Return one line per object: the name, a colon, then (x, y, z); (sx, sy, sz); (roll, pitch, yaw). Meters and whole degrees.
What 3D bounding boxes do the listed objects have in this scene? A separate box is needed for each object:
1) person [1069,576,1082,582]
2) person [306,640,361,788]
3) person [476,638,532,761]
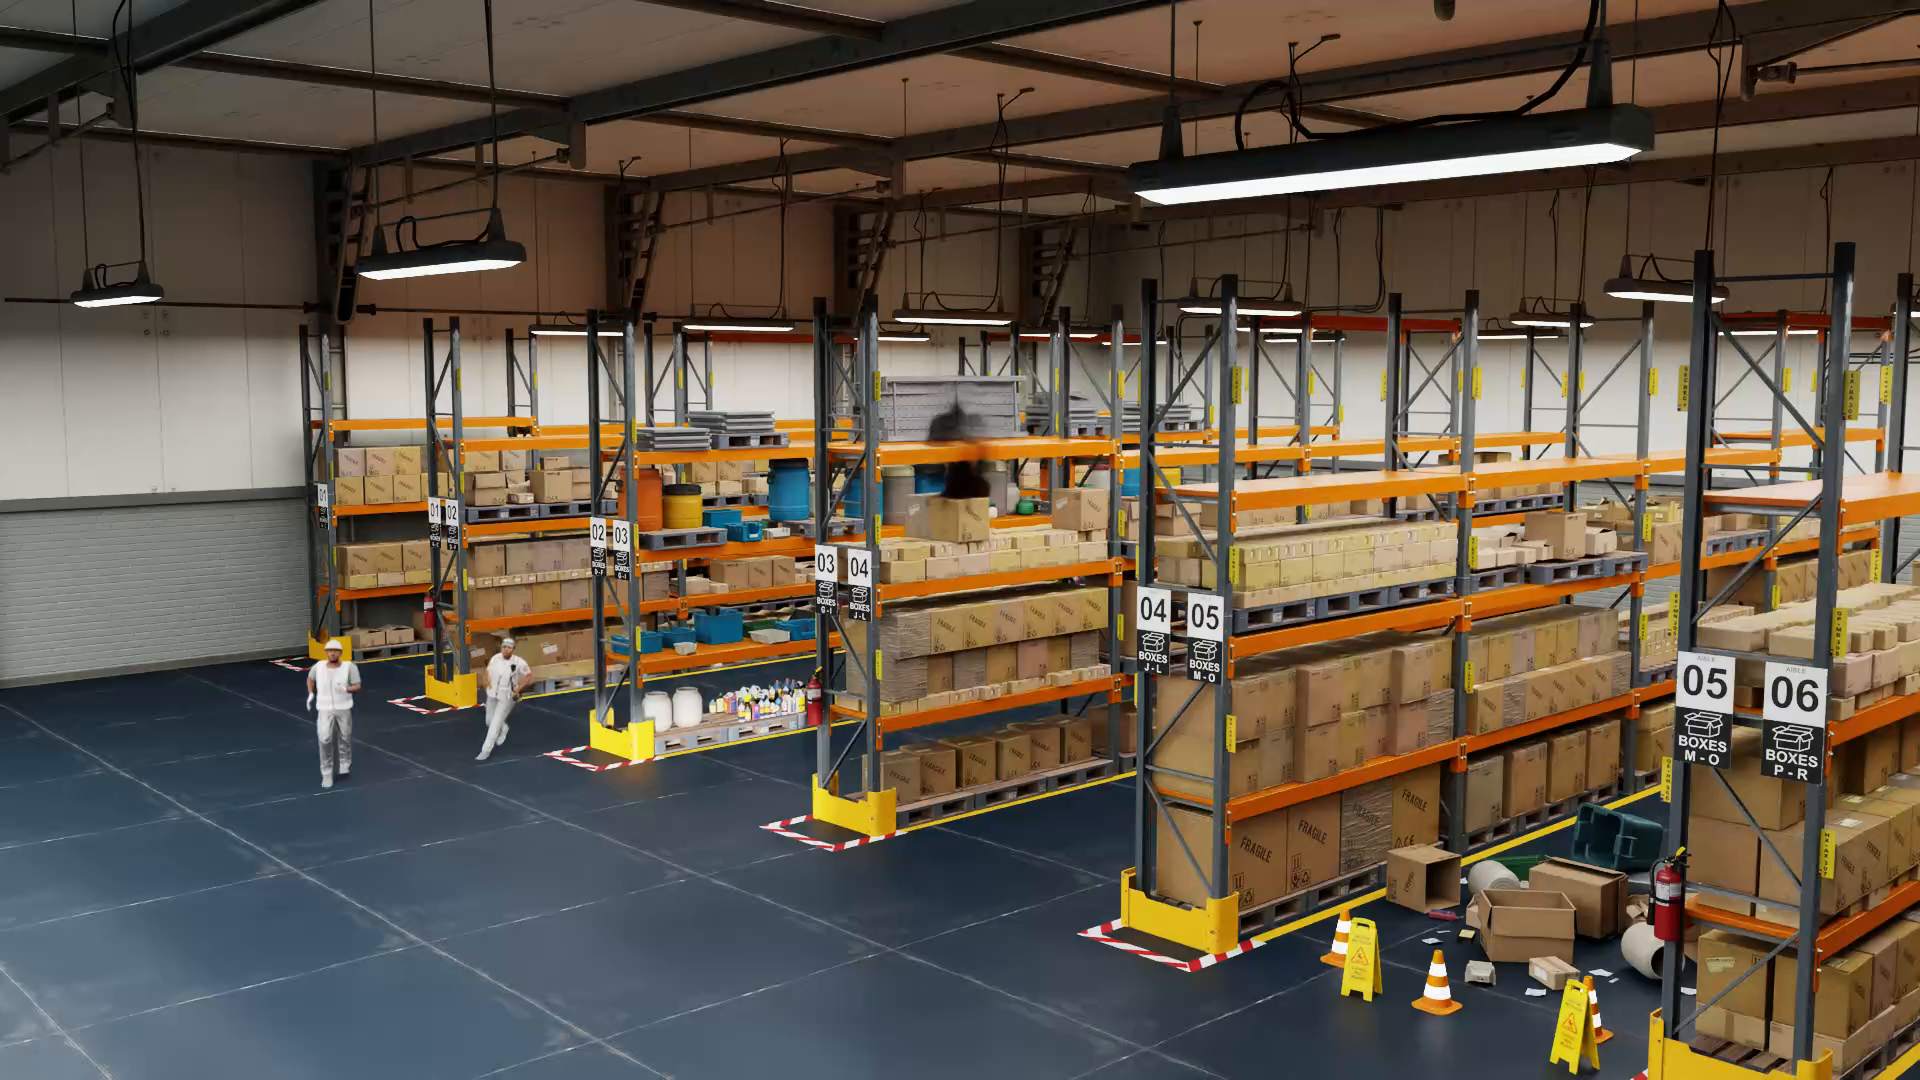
person: (2.148, 1.055, 32.536); (0.579, 1.700, 0.859); (4, 7, 37)
person: (-7.867, 2.168, 20.913); (0.664, 1.840, 0.750); (-2, 6, -18)
person: (-6.122, 2.112, 22.458); (0.658, 1.623, 0.851); (1, 6, 13)
